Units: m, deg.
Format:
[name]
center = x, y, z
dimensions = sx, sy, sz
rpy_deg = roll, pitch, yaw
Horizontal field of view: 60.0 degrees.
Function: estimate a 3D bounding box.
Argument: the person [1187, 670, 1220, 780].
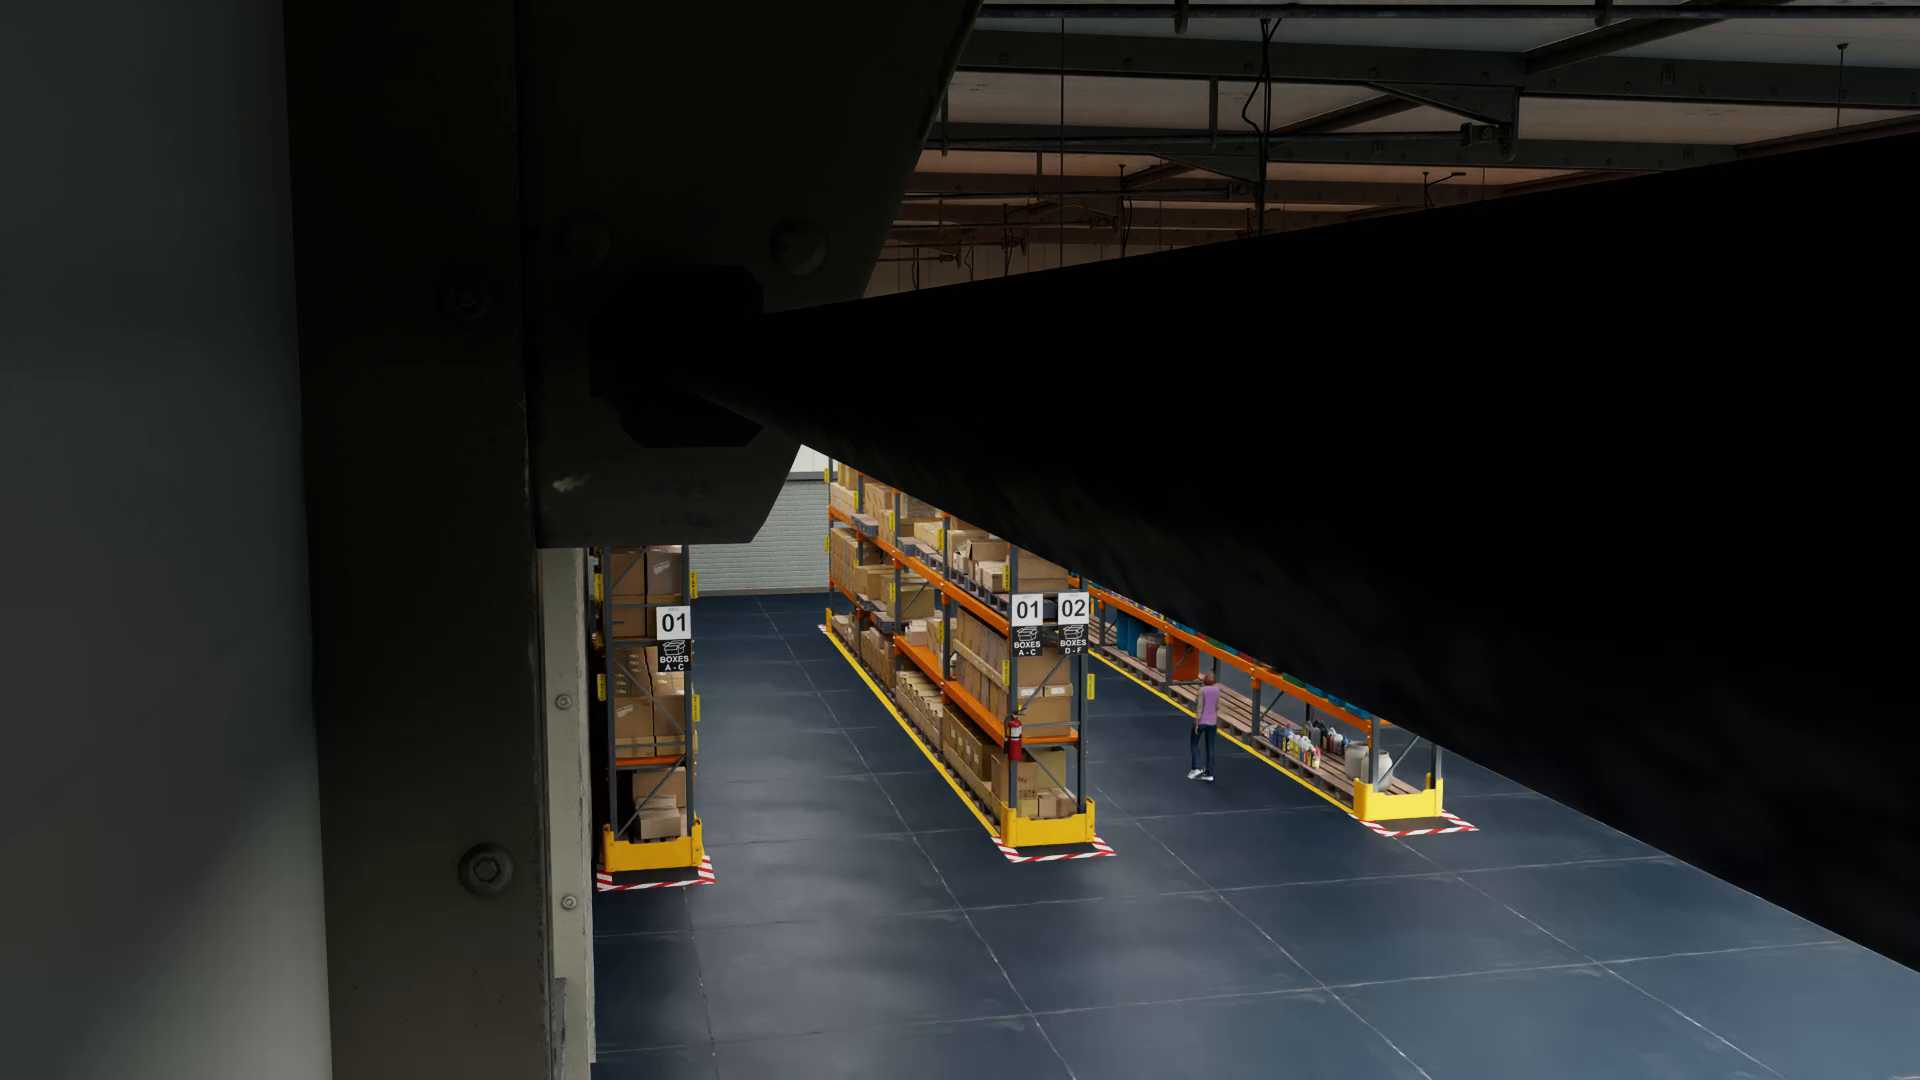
[person]
center = 3.556, 2.692, 24.072
dimensions = 0.466, 1.622, 0.469
rpy_deg = -1, 7, -9
